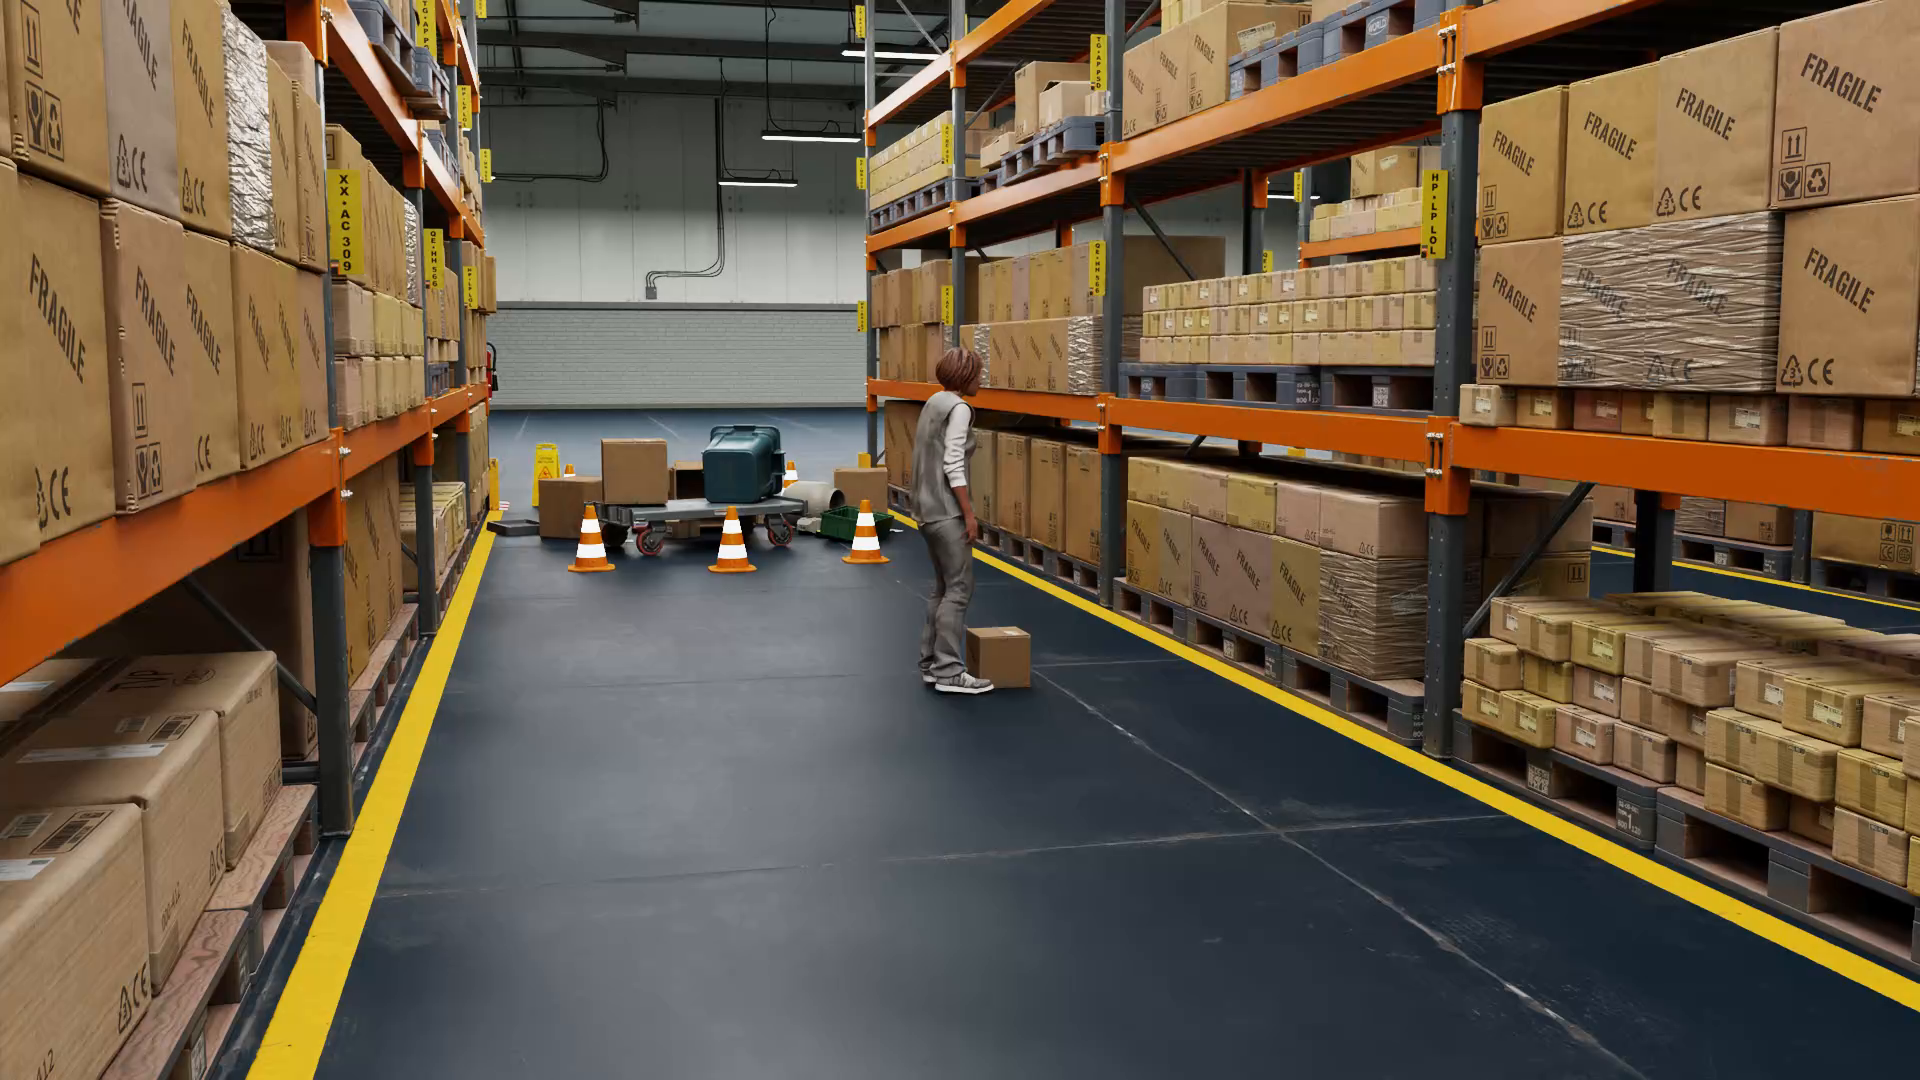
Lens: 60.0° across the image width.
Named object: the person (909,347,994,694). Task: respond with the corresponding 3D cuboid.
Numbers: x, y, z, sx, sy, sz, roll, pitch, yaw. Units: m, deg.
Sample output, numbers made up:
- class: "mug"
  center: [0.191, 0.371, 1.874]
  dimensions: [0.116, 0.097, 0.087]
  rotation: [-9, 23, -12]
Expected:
- class: "person"
  center: [-0.052, -0.101, 7.781]
  dimensions: [0.341, 1.594, 0.482]
  rotation: [-2, 7, -16]
